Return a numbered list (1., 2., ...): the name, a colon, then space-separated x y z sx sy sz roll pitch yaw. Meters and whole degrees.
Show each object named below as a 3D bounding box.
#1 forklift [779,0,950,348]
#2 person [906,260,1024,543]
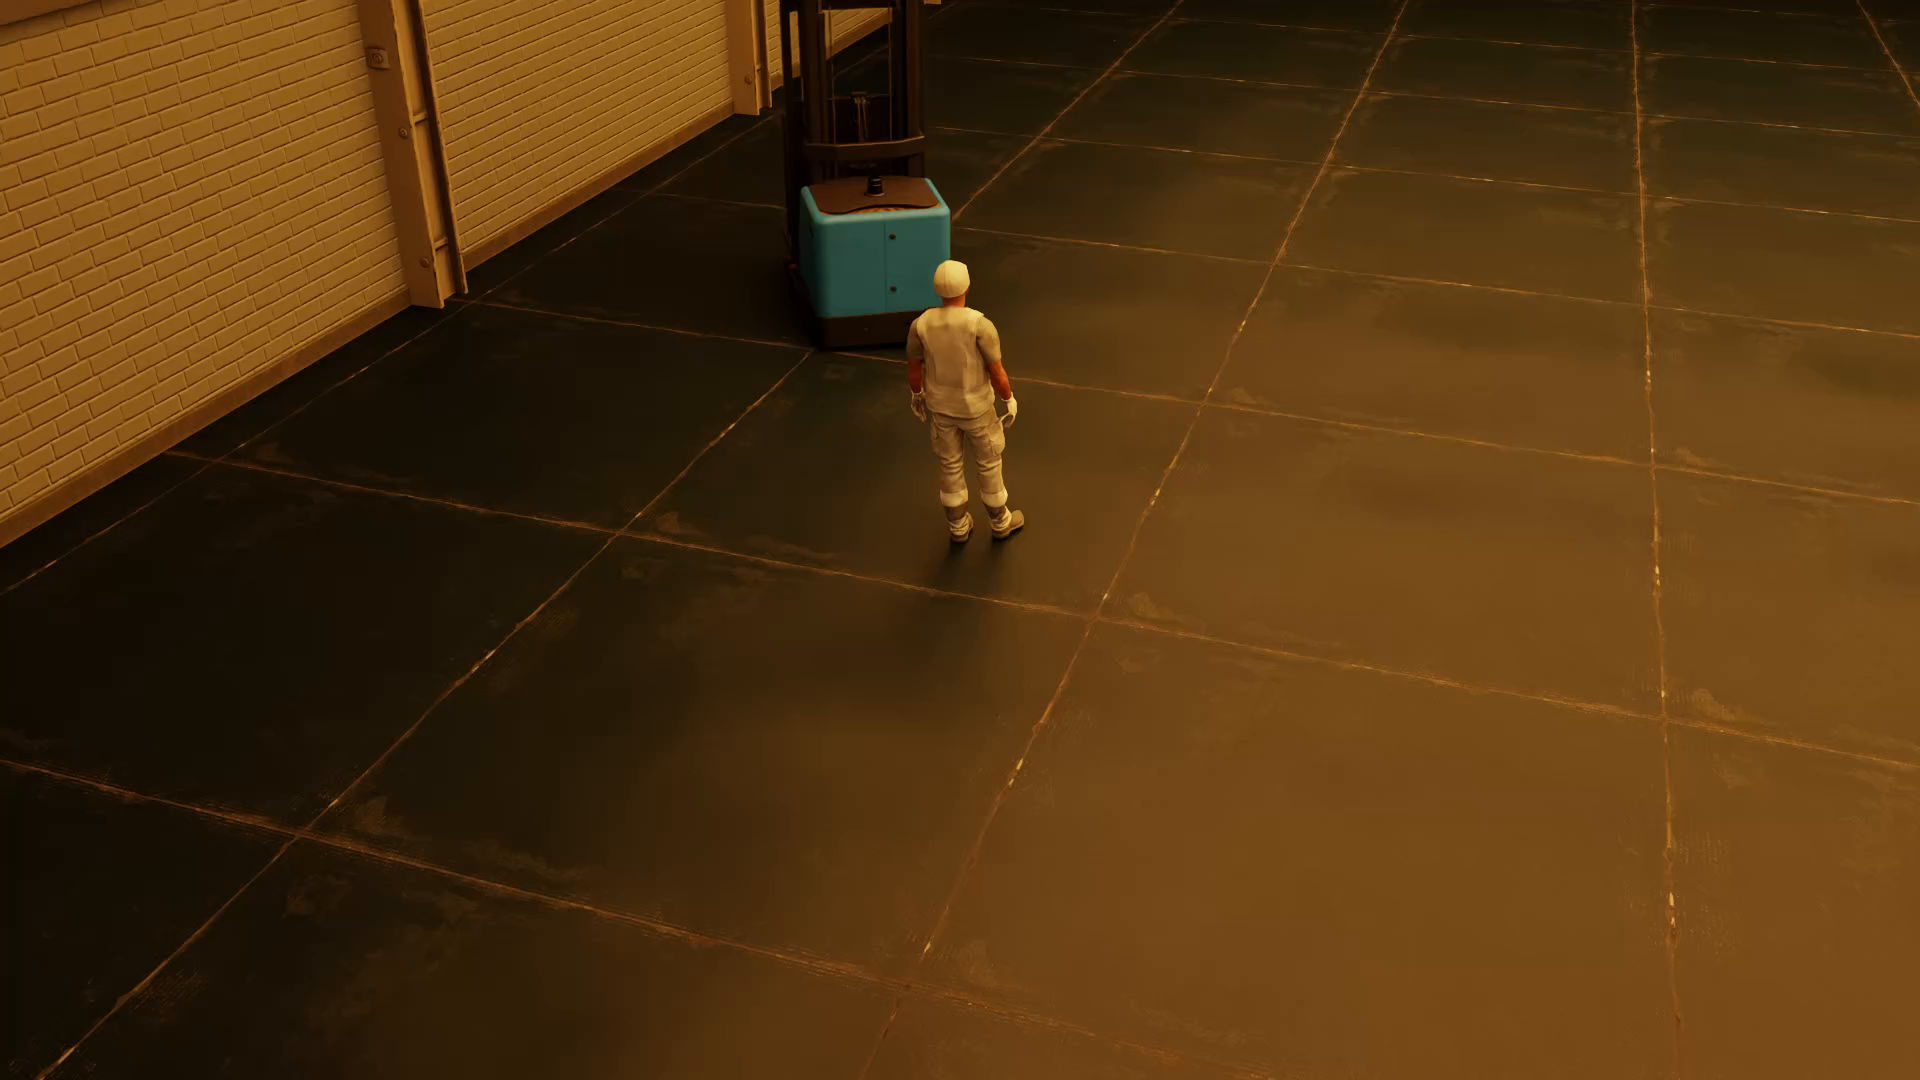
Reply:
1. forklift: -0.871 -3.432 13.156 1.130 2.935 3.031 -6 30 -11
2. person: 0.036 -0.819 9.713 0.638 1.789 0.562 10 31 16
